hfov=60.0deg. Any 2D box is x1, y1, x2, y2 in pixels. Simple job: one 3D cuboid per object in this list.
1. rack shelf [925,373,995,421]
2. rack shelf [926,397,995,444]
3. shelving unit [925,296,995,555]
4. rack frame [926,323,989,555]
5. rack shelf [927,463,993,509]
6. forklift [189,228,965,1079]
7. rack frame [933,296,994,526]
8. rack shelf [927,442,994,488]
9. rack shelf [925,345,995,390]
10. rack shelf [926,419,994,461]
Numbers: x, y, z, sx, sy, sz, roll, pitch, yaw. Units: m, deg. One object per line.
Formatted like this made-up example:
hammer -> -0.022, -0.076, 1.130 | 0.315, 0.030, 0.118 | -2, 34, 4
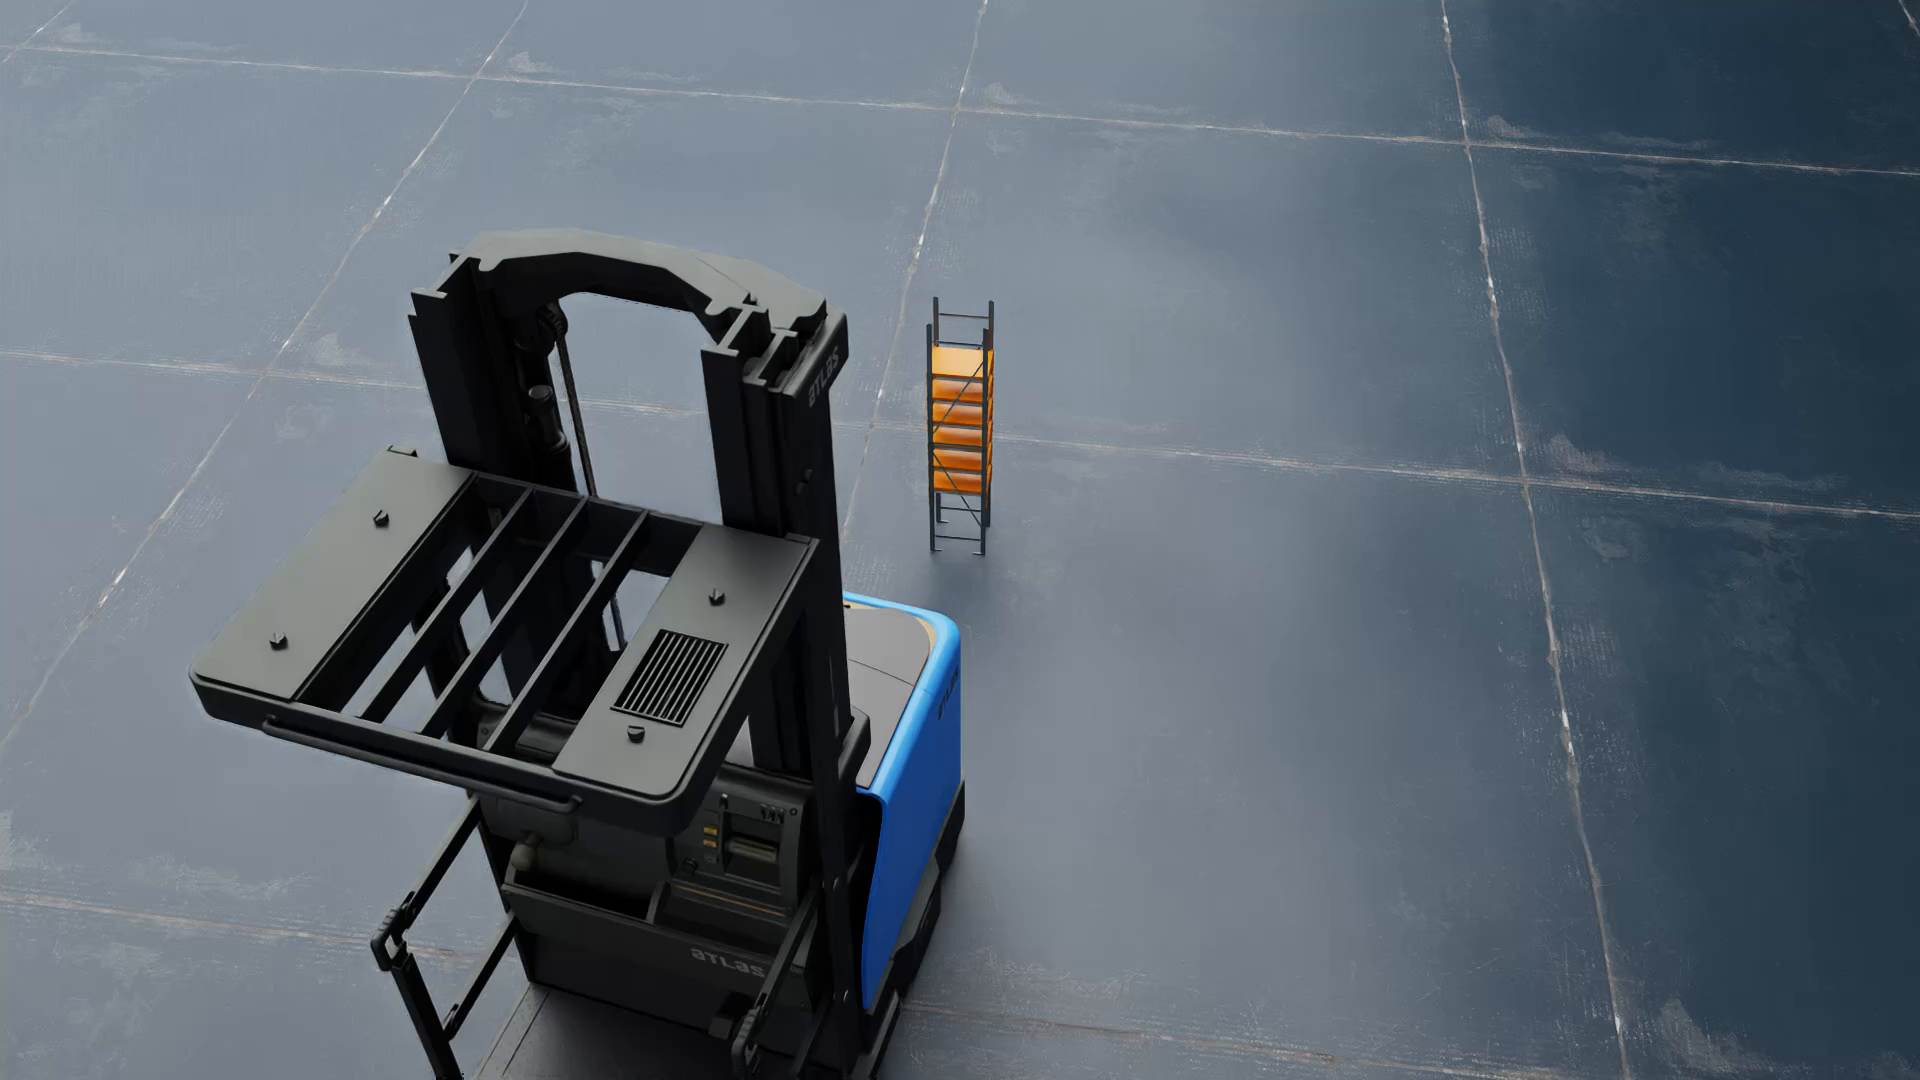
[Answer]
rack shelf -> 0.002, -0.588, 6.713 | 0.258, 0.103, 0.180 | 5, 44, 6
rack shelf -> 0.002, -0.500, 6.796 | 0.258, 0.103, 0.180 | 5, 44, 6
shelving unit -> 0.002, -0.446, 6.848 | 0.258, 1.200, 0.189 | 5, 44, 6
rack frame -> -0.010, -0.383, 6.782 | 0.240, 1.200, 0.006 | 5, 44, 6
rack shelf -> 0.002, -0.239, 7.043 | 0.258, 0.103, 0.180 | 5, 44, 6
forklift -> -0.913, 0.832, 4.239 | 1.130, 2.935, 3.031 | 12, 45, 13
rack frame -> 0.014, -0.508, 6.914 | 0.240, 1.200, 0.006 | 5, 44, 6
rack shelf -> 0.002, -0.326, 6.961 | 0.258, 0.103, 0.180 | 5, 44, 6
rack shelf -> 0.002, -0.675, 6.631 | 0.258, 0.103, 0.180 | 5, 44, 6
rack shelf -> 0.002, -0.413, 6.878 | 0.258, 0.103, 0.180 | 5, 44, 6
